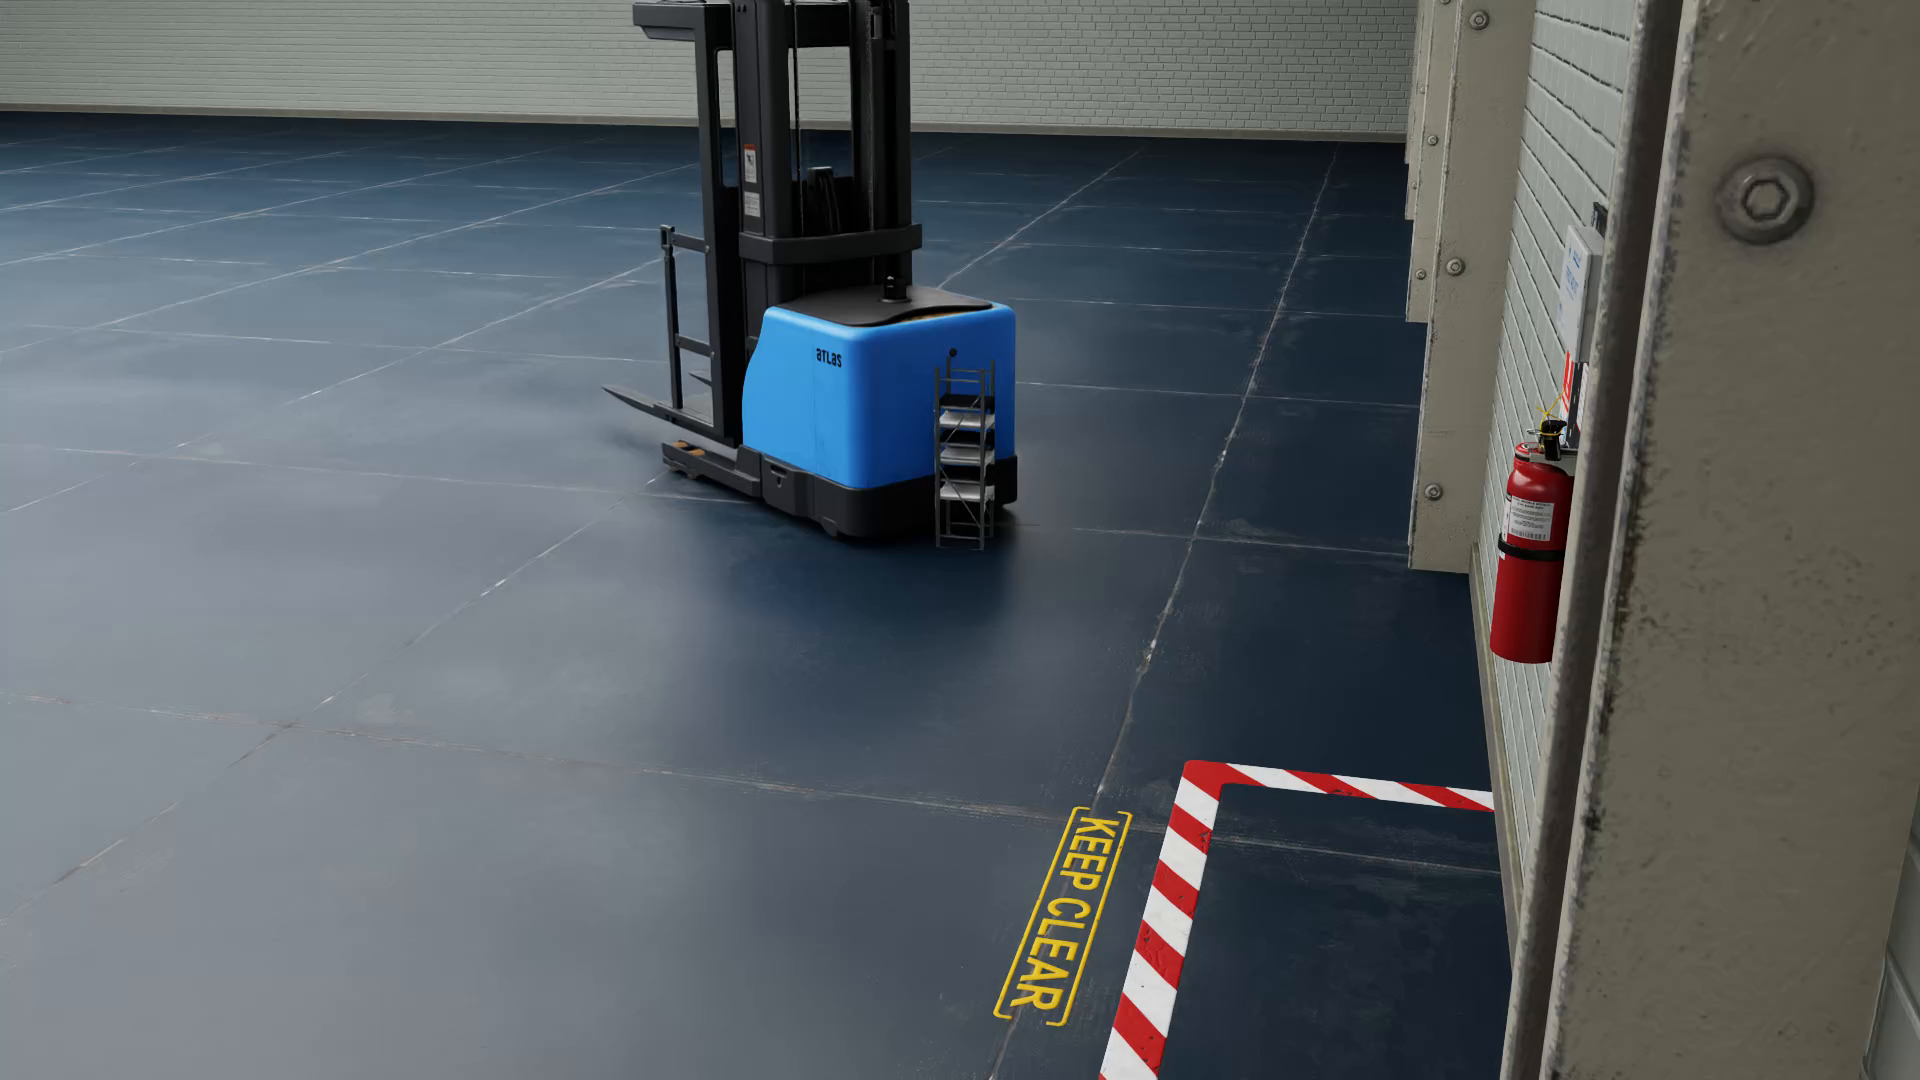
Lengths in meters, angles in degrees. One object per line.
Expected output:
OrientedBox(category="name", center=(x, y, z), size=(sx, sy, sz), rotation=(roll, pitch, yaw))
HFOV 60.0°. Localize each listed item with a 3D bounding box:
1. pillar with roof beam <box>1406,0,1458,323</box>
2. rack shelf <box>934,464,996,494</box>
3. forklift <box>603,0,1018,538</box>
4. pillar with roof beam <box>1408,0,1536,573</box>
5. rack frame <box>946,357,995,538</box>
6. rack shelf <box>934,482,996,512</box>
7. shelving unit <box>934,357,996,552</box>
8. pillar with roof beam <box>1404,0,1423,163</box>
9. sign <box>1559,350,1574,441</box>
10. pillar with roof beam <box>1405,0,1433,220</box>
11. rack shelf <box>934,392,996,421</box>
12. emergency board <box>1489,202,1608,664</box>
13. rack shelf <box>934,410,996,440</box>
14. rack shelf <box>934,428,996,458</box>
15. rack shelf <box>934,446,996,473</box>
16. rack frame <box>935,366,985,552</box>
OrientedBox(category="pillar with roof beam", center=(-0.408, -6.395, 12.990), size=(9.100, 9.000, 0.400), rotation=(5, 19, 13))
OrientedBox(category="rack shelf", center=(0.025, -0.296, 8.043), size=(0.258, 0.077, 0.200), rotation=(5, 19, 13))
OrientedBox(category="forklift", center=(-1.011, -1.807, 8.945), size=(1.130, 2.935, 3.031), rotation=(-14, 23, -36))
OrientedBox(category="pillar with roof beam", center=(-1.874, -4.515, 7.484), size=(9.100, 9.000, 0.400), rotation=(5, 19, 13))
OrientedBox(category="rack frame", center=(0.049, -0.444, 8.096), size=(0.240, 0.900, 0.006), rotation=(5, 19, 13))
OrientedBox(category="rack shelf", center=(0.025, -0.211, 8.072), size=(0.258, 0.077, 0.200), rotation=(5, 19, 13))
OrientedBox(category="shelving unit", center=(0.025, -0.412, 8.003), size=(0.258, 0.900, 0.210), rotation=(5, 19, 13))
OrientedBox(category="pillar with roof beam", center=(2.524, -10.157, 24.001), size=(9.100, 9.000, 0.400), rotation=(5, 19, 13))
OrientedBox(category="sign", center=(1.710, -0.409, 4.689), size=(0.001, 0.329, 0.234), rotation=(5, 19, 13))
OrientedBox(category="pillar with roof beam", center=(1.058, -8.276, 18.496), size=(9.100, 9.000, 0.400), rotation=(5, 19, 13))
OrientedBox(category="rack shelf", center=(0.025, -0.636, 7.926), size=(0.258, 0.077, 0.200), rotation=(5, 19, 13))
OrientedBox(category="emergency board", center=(1.475, -0.227, 4.211), size=(0.194, 1.169, 0.643), rotation=(5, 19, 13))
OrientedBox(category="rack shelf", center=(0.025, -0.551, 7.955), size=(0.258, 0.077, 0.200), rotation=(5, 19, 13))
OrientedBox(category="rack shelf", center=(0.025, -0.466, 7.984), size=(0.258, 0.077, 0.200), rotation=(5, 19, 13))
OrientedBox(category="rack shelf", center=(0.025, -0.381, 8.014), size=(0.258, 0.077, 0.200), rotation=(5, 19, 13))
OrientedBox(category="rack frame", center=(0.000, -0.381, 7.909), size=(0.240, 0.900, 0.006), rotation=(5, 19, 13))
